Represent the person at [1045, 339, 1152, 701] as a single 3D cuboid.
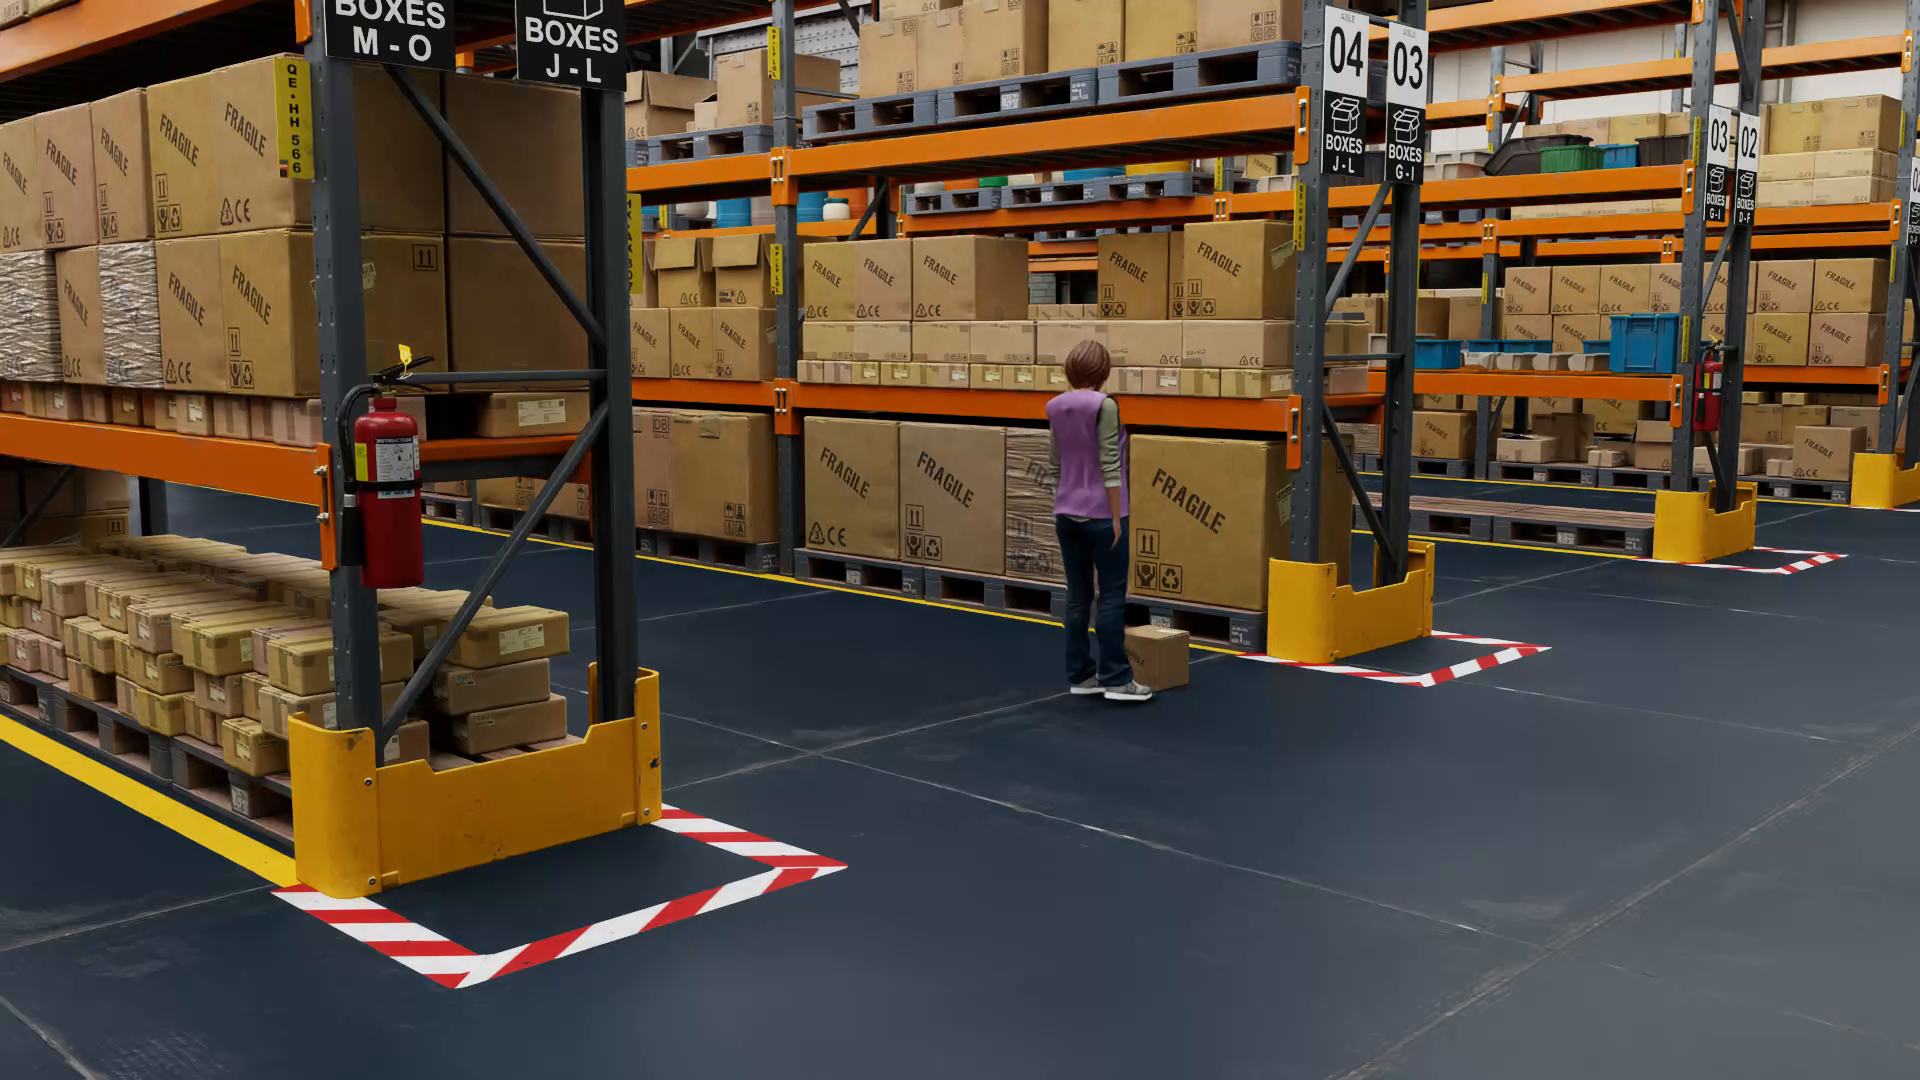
[{"bbox_3d":[0.602,-0.085,7.397,0.439,1.607,0.375,7,10,43],"label":"person"}]
